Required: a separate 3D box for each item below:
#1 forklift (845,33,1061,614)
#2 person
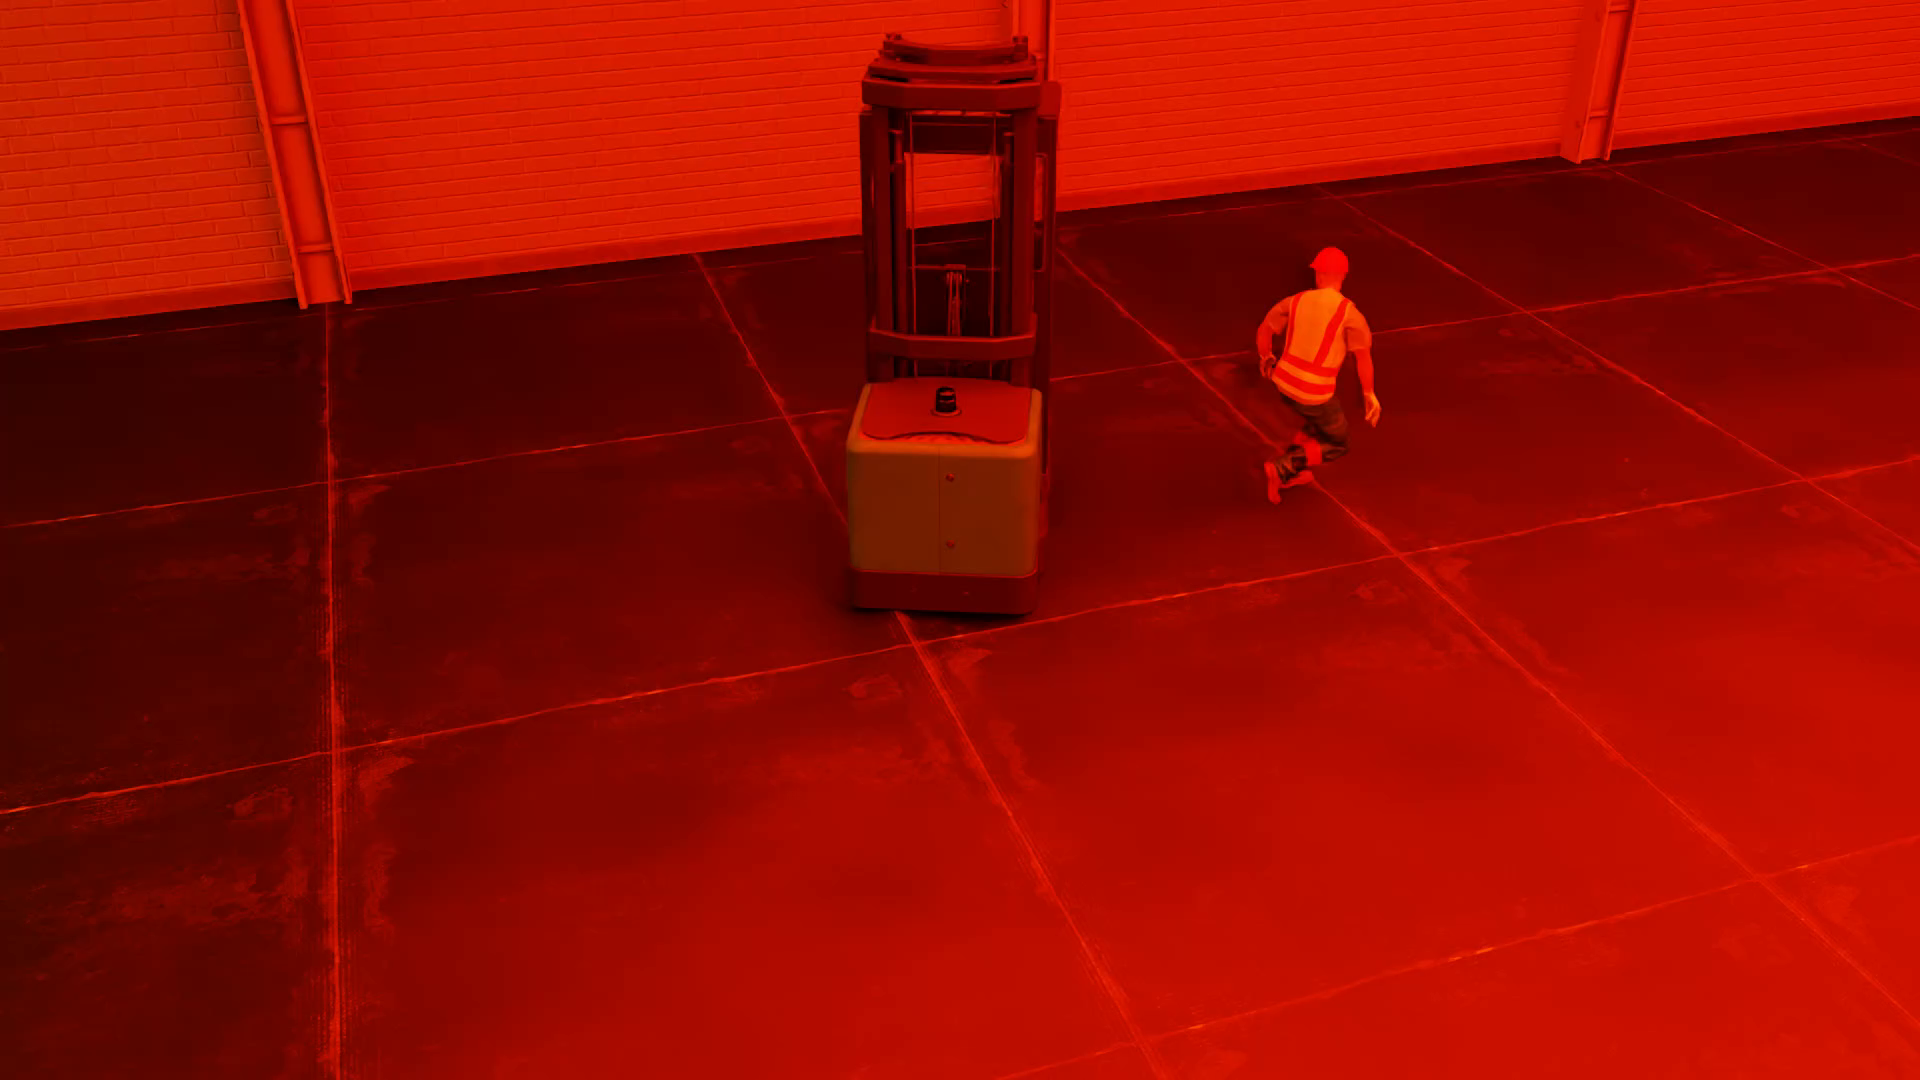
[{"bbox_3d":[0.010,-1.567,9.810,1.130,2.935,3.031,2,30,4],"label":"forklift"},{"bbox_3d":[2.128,-0.978,10.177,0.657,1.567,0.852,-18,35,-28],"label":"person"}]
